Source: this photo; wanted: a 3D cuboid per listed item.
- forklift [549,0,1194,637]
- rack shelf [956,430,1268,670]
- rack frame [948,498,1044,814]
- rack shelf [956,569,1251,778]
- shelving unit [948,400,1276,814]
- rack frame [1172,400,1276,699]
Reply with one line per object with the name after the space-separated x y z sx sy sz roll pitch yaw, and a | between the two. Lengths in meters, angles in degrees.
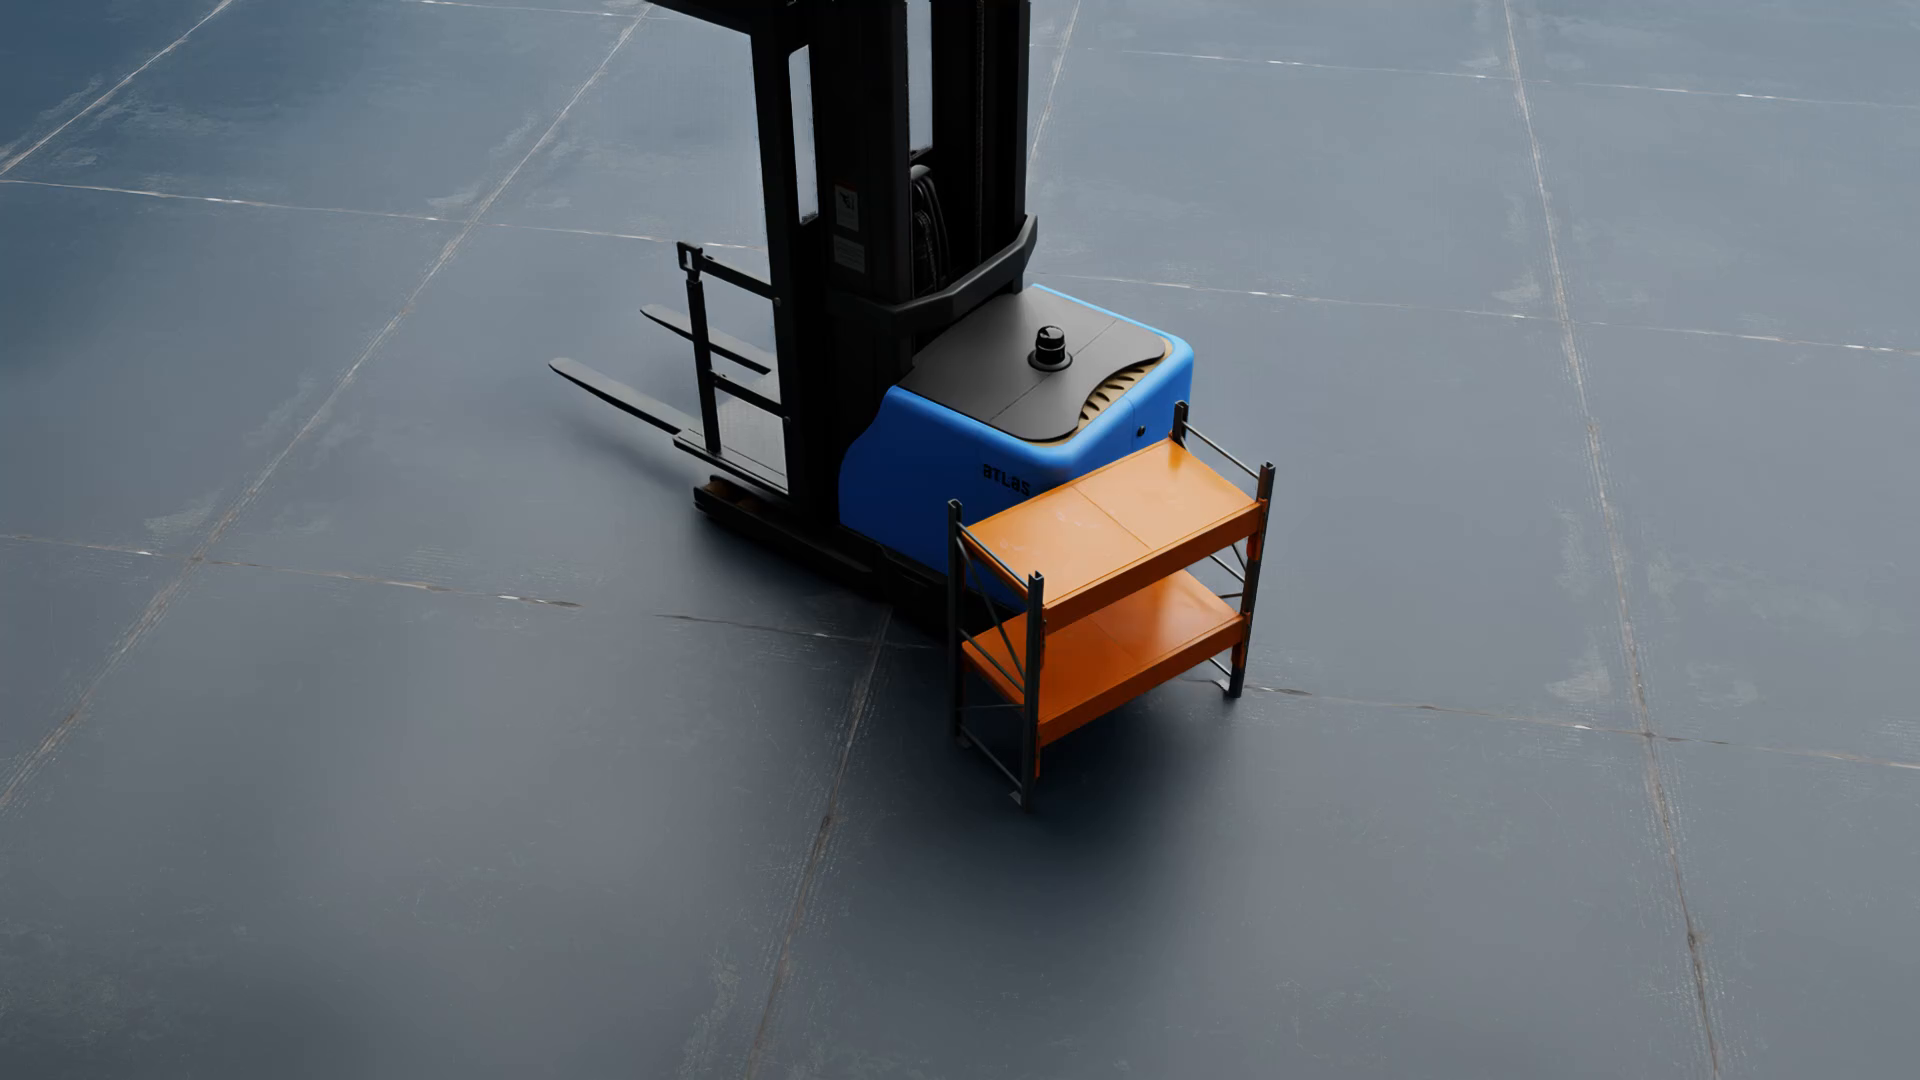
-0.551 -1.393 6.634 3.031 2.935 1.130 26 46 28 | forklift
0.530 0.015 5.890 1.000 0.278 0.538 -24 45 -26 | rack shelf
0.114 0.427 5.850 0.032 1.125 0.500 -24 45 -26 | rack frame
0.530 0.429 6.232 1.000 0.278 0.538 -24 45 -26 | rack shelf
0.530 0.240 6.076 1.048 1.125 0.538 -24 45 -26 | shelving unit
0.945 0.054 6.302 0.032 1.125 0.500 -24 45 -26 | rack frame
